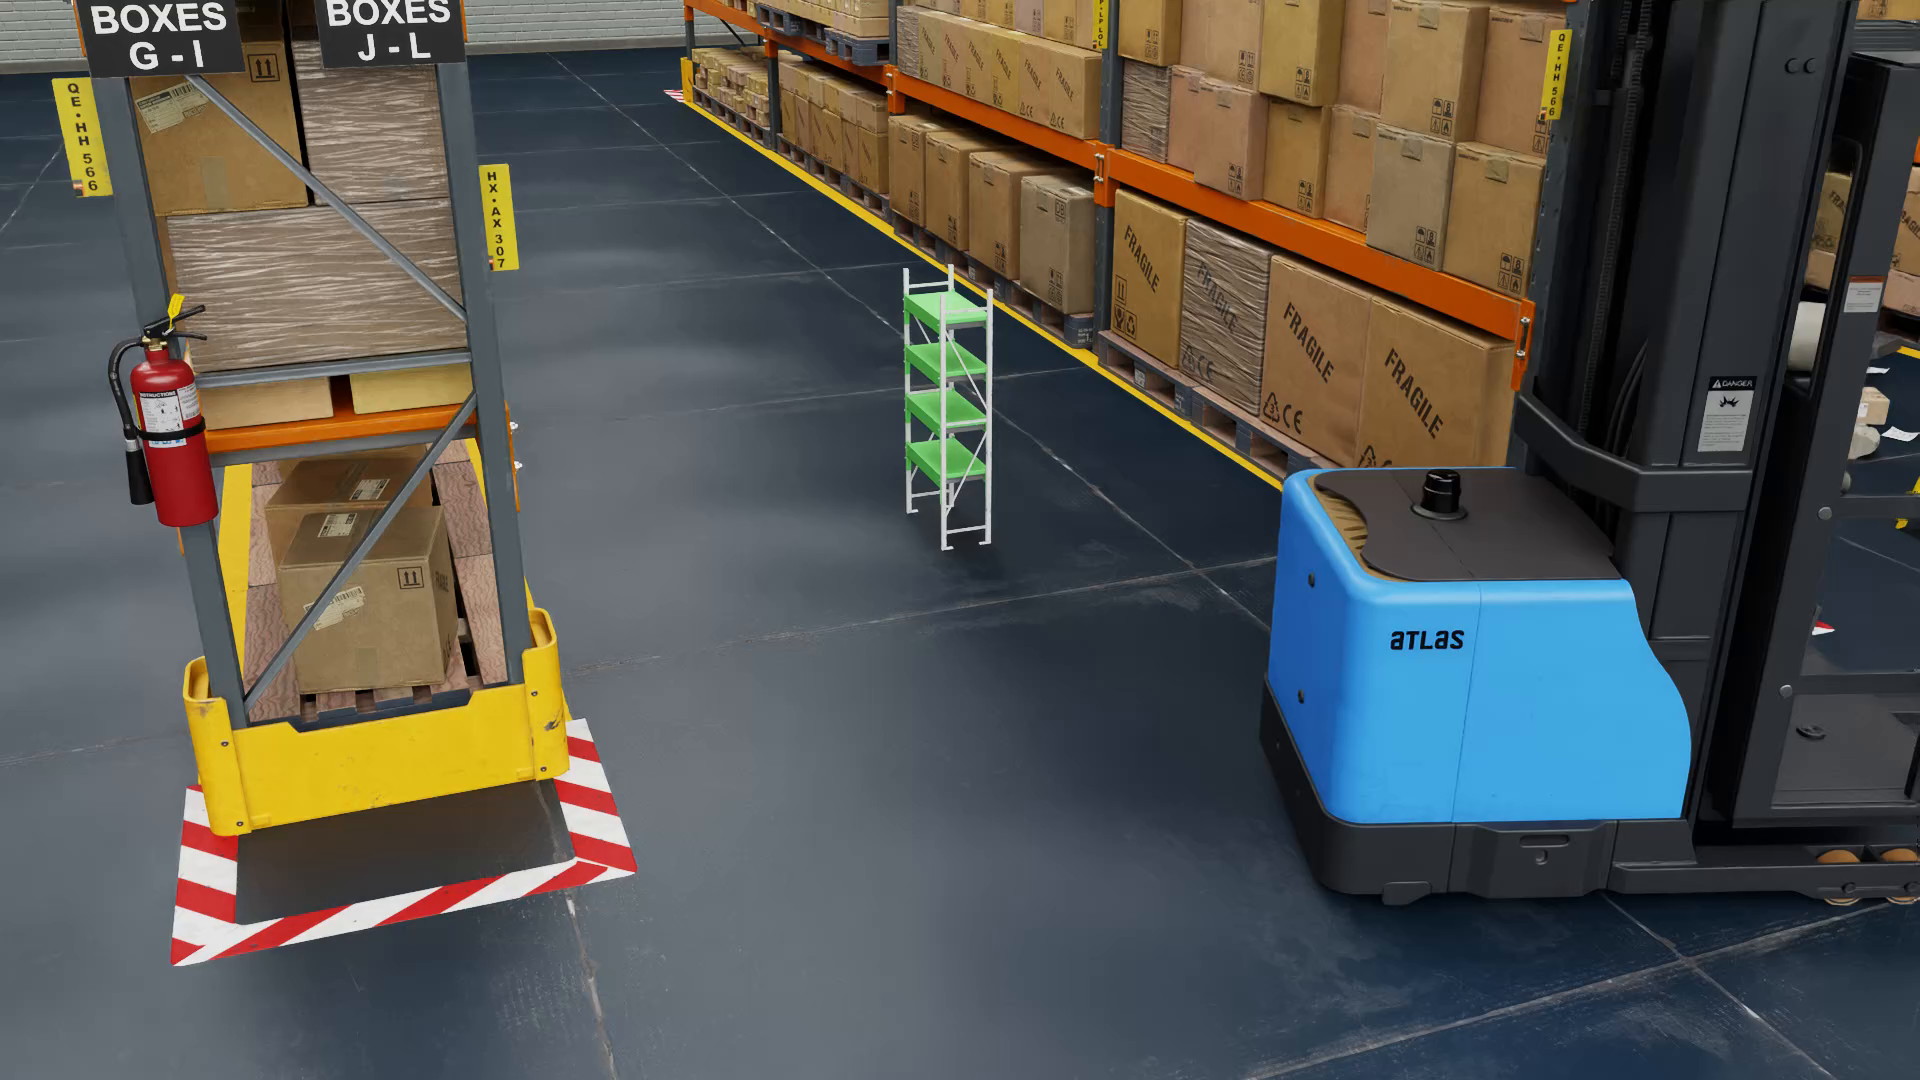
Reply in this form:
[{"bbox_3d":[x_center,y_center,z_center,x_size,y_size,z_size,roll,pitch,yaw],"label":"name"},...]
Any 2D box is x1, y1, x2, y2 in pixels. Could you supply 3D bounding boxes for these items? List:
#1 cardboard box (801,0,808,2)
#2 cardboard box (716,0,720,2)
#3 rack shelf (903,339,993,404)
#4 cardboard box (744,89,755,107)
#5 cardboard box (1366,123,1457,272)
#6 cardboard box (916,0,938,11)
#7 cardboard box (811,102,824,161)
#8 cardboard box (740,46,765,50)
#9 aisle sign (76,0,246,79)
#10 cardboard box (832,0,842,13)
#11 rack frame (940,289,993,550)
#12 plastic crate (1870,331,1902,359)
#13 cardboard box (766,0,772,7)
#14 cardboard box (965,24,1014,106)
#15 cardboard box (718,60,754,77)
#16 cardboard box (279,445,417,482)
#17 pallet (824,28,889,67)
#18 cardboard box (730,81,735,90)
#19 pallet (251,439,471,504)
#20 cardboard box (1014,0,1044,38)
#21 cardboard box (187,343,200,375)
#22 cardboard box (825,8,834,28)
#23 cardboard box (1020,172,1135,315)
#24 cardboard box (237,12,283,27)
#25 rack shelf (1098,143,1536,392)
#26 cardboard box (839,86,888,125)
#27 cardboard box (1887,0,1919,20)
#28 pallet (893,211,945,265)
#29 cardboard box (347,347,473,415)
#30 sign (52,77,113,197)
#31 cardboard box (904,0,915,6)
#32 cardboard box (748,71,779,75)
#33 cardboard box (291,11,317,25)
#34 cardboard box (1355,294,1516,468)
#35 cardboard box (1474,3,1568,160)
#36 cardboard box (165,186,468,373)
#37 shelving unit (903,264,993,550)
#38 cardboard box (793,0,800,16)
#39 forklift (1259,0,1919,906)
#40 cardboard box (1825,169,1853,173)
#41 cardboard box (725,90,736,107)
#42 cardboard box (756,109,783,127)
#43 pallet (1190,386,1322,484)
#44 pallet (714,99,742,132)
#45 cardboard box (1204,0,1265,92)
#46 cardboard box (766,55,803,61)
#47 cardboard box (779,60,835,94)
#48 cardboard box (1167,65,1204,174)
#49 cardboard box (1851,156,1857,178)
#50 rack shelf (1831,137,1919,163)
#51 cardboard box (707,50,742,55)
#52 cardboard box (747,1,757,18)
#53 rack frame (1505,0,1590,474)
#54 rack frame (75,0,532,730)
[{"bbox_3d":[-1.235,-4.964,15.064,0.380,0.149,0.250,-9,24,-20],"label":"cardboard box"},{"bbox_3d":[-2.577,-6.235,19.005,0.380,0.149,0.250,-9,24,-20],"label":"cardboard box"},{"bbox_3d":[-0.058,-0.775,7.591,0.258,0.148,0.480,-8,24,-19],"label":"rack shelf"},{"bbox_3d":[-2.125,-4.802,18.029,0.380,0.149,0.250,-9,25,-21],"label":"cardboard box"},{"bbox_3d":[2.353,-1.557,7.390,0.875,0.550,0.550,-8,24,-19],"label":"cardboard box"},{"bbox_3d":[0.064,-4.412,12.940,0.700,0.500,0.500,-8,24,-19],"label":"cardboard box"},{"bbox_3d":[-1.099,-3.879,15.770,0.500,0.500,0.500,-8,24,-18],"label":"cardboard box"},{"bbox_3d":[-2.487,-5.973,20.423,0.380,0.149,0.250,-8,24,-18],"label":"cardboard box"},{"bbox_3d":[-2.194,-1.653,4.464,0.394,0.787,0.004,-8,24,-19],"label":"aisle sign"},{"bbox_3d":[-0.877,-4.594,14.186,0.380,0.149,0.250,-8,24,-18],"label":"cardboard box"},{"bbox_3d":[0.028,-0.524,7.449,0.240,1.200,0.015,-8,24,-19],"label":"rack frame"},{"bbox_3d":[5.710,-1.304,10.740,0.402,0.080,0.583,-18,29,-37],"label":"plastic crate"},{"bbox_3d":[-1.686,-5.295,16.233,0.380,0.149,0.250,-8,24,-18],"label":"cardboard box"},{"bbox_3d":[0.355,-3.367,11.747,0.500,0.500,0.500,-9,24,-20],"label":"cardboard box"},{"bbox_3d":[-2.561,-5.418,19.106,0.380,0.149,0.250,-8,24,-18],"label":"cardboard box"},{"bbox_3d":[-2.587,-0.232,7.117,0.500,0.500,0.500,-6,24,-14],"label":"cardboard box"},{"bbox_3d":[-0.437,-4.226,14.161,1.213,0.211,1.003,-8,24,-19],"label":"pallet"},{"bbox_3d":[-2.447,-5.299,19.208,0.380,0.149,0.250,-7,24,-16],"label":"cardboard box"},{"bbox_3d":[-3.078,-0.448,8.542,1.003,0.211,1.213,-8,24,-19],"label":"pallet"},{"bbox_3d":[0.785,-3.673,11.186,0.700,0.500,0.500,-8,24,-19],"label":"cardboard box"},{"bbox_3d":[-2.453,-0.653,5.761,0.380,0.149,0.250,-8,24,-19],"label":"cardboard box"},{"bbox_3d":[-0.952,-4.539,14.439,0.380,0.149,0.250,-9,24,-20],"label":"cardboard box"},{"bbox_3d":[1.024,-1.986,10.957,1.050,0.750,0.750,-8,24,-19],"label":"cardboard box"},{"bbox_3d":[-2.543,-1.510,5.671,0.500,0.500,0.500,-8,24,-19],"label":"cardboard box"},{"bbox_3d":[2.034,-1.558,8.511,1.077,0.370,4.000,-8,24,-19],"label":"rack shelf"},{"bbox_3d":[-0.761,-3.851,14.738,0.500,0.250,0.500,-8,24,-18],"label":"cardboard box"},{"bbox_3d":[6.188,-3.412,10.183,0.700,0.500,0.500,-9,24,-20],"label":"cardboard box"},{"bbox_3d":[0.123,-2.488,13.381,1.003,0.211,1.213,-8,24,-19],"label":"pallet"},{"bbox_3d":[-1.813,-0.540,5.492,0.380,0.149,0.250,-8,24,-19],"label":"cardboard box"},{"bbox_3d":[-2.461,-1.129,4.670,0.100,0.325,0.005,-8,24,-19],"label":"sign"},{"bbox_3d":[-0.263,-4.682,14.397,0.380,0.149,0.250,-9,25,-21],"label":"cardboard box"},{"bbox_3d":[-2.108,-5.052,18.239,0.380,0.149,0.250,-8,24,-17],"label":"cardboard box"},{"bbox_3d":[-2.045,-1.583,5.844,0.500,0.500,0.500,-8,24,-19],"label":"cardboard box"},{"bbox_3d":[2.439,-0.615,7.541,0.875,0.875,0.875,-8,24,-19],"label":"cardboard box"},{"bbox_3d":[2.646,-1.870,6.741,0.875,0.550,0.550,-8,24,-19],"label":"cardboard box"},{"bbox_3d":[-2.104,-0.906,5.525,0.875,0.500,0.500,-8,24,-19],"label":"cardboard box"},{"bbox_3d":[-0.058,-0.613,7.660,0.258,1.200,0.503,-8,24,-19],"label":"shelving unit"},{"bbox_3d":[-1.323,-4.921,15.346,0.380,0.149,0.250,-9,24,-20],"label":"cardboard box"},{"bbox_3d":[2.589,-0.437,5.012,3.031,2.935,1.130,-1,23,-2],"label":"forklift"},{"bbox_3d":[5.879,-2.353,11.504,0.500,0.500,0.500,-7,24,-16],"label":"cardboard box"},{"bbox_3d":[-2.467,-5.062,19.027,0.380,0.149,0.250,-8,24,-19],"label":"cardboard box"},{"bbox_3d":[-1.956,-4.499,17.691,0.380,0.149,0.250,-8,24,-18],"label":"cardboard box"},{"bbox_3d":[1.958,-0.600,8.902,1.003,0.211,1.213,-8,24,-19],"label":"pallet"},{"bbox_3d":[-2.204,-4.921,19.154,1.003,0.211,1.213,-8,24,-19],"label":"pallet"},{"bbox_3d":[1.791,-2.645,8.581,0.875,0.550,0.550,-8,24,-19],"label":"cardboard box"},{"bbox_3d":[-2.063,-5.604,19.548,0.380,0.149,0.250,-7,24,-17],"label":"cardboard box"},{"bbox_3d":[-1.485,-4.606,16.527,0.500,0.250,0.500,-9,25,-21],"label":"cardboard box"},{"bbox_3d":[1.685,-2.356,9.285,0.875,0.550,0.550,-8,24,-19],"label":"cardboard box"},{"bbox_3d":[6.050,-2.412,10.808,0.380,0.149,0.250,-7,24,-17],"label":"cardboard box"},{"bbox_3d":[6.629,-2.274,10.209,1.077,0.370,4.000,-8,24,-19],"label":"rack shelf"},{"bbox_3d":[-2.834,-5.810,20.036,0.380,0.149,0.250,-8,24,-18],"label":"cardboard box"},{"bbox_3d":[-2.011,-5.558,17.397,0.380,0.149,0.250,-9,24,-20],"label":"cardboard box"},{"bbox_3d":[2.741,-1.163,6.647,1.000,3.000,0.127,-8,24,-19],"label":"rack frame"},{"bbox_3d":[-1.935,-0.519,5.120,1.000,3.000,0.127,-8,24,-19],"label":"rack frame"}]
